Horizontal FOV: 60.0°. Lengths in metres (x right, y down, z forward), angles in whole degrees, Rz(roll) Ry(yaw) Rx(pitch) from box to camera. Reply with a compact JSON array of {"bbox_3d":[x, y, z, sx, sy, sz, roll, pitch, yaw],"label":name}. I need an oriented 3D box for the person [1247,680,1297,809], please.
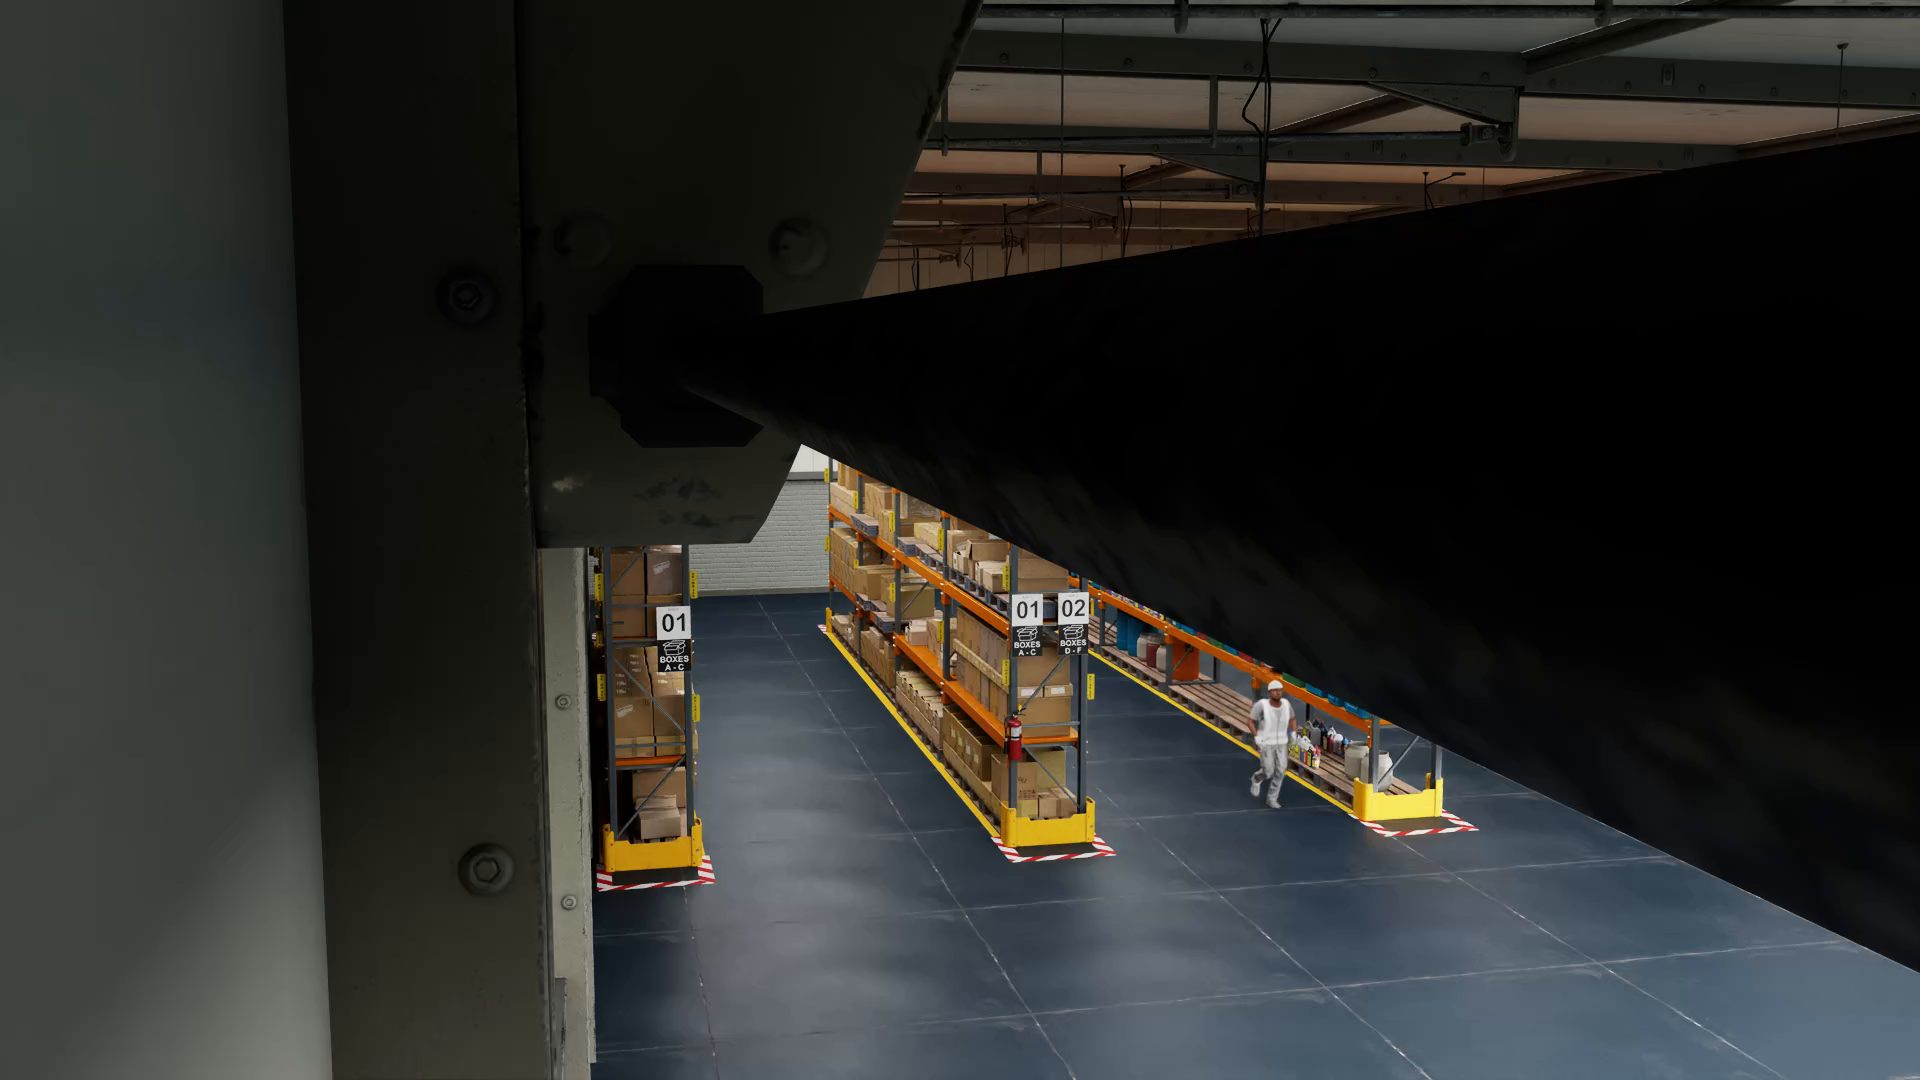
[{"bbox_3d":[4.280,2.770,22.795,0.699,1.745,0.585,-2,7,-14],"label":"person"}]
